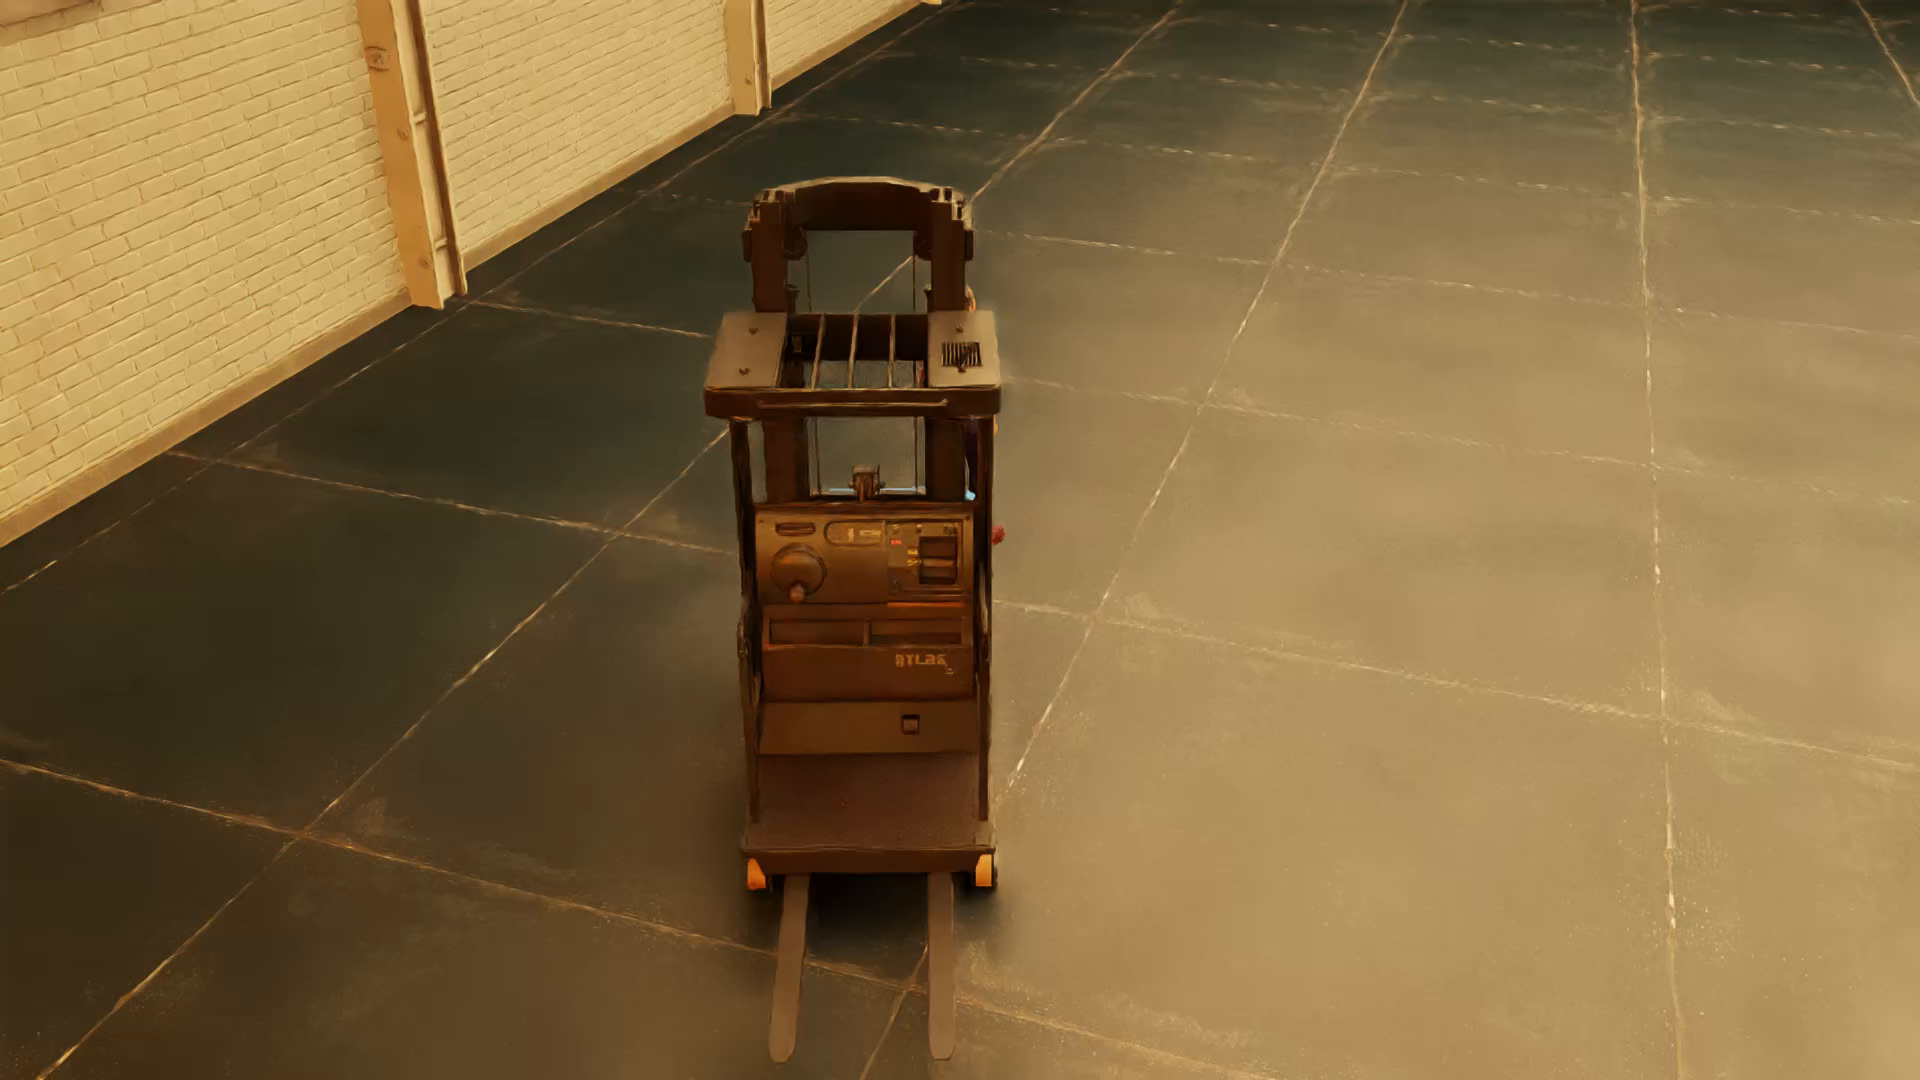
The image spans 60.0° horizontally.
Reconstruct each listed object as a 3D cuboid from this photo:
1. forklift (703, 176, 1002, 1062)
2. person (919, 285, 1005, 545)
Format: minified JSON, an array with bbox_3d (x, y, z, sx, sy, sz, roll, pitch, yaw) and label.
[{"bbox_3d":[-0.400,0.119,6.928,1.130,2.935,3.031,-1,30,-1],"label":"forklift"},{"bbox_3d":[0.012,-0.714,9.703,0.480,1.639,0.349,10,31,16],"label":"person"}]
